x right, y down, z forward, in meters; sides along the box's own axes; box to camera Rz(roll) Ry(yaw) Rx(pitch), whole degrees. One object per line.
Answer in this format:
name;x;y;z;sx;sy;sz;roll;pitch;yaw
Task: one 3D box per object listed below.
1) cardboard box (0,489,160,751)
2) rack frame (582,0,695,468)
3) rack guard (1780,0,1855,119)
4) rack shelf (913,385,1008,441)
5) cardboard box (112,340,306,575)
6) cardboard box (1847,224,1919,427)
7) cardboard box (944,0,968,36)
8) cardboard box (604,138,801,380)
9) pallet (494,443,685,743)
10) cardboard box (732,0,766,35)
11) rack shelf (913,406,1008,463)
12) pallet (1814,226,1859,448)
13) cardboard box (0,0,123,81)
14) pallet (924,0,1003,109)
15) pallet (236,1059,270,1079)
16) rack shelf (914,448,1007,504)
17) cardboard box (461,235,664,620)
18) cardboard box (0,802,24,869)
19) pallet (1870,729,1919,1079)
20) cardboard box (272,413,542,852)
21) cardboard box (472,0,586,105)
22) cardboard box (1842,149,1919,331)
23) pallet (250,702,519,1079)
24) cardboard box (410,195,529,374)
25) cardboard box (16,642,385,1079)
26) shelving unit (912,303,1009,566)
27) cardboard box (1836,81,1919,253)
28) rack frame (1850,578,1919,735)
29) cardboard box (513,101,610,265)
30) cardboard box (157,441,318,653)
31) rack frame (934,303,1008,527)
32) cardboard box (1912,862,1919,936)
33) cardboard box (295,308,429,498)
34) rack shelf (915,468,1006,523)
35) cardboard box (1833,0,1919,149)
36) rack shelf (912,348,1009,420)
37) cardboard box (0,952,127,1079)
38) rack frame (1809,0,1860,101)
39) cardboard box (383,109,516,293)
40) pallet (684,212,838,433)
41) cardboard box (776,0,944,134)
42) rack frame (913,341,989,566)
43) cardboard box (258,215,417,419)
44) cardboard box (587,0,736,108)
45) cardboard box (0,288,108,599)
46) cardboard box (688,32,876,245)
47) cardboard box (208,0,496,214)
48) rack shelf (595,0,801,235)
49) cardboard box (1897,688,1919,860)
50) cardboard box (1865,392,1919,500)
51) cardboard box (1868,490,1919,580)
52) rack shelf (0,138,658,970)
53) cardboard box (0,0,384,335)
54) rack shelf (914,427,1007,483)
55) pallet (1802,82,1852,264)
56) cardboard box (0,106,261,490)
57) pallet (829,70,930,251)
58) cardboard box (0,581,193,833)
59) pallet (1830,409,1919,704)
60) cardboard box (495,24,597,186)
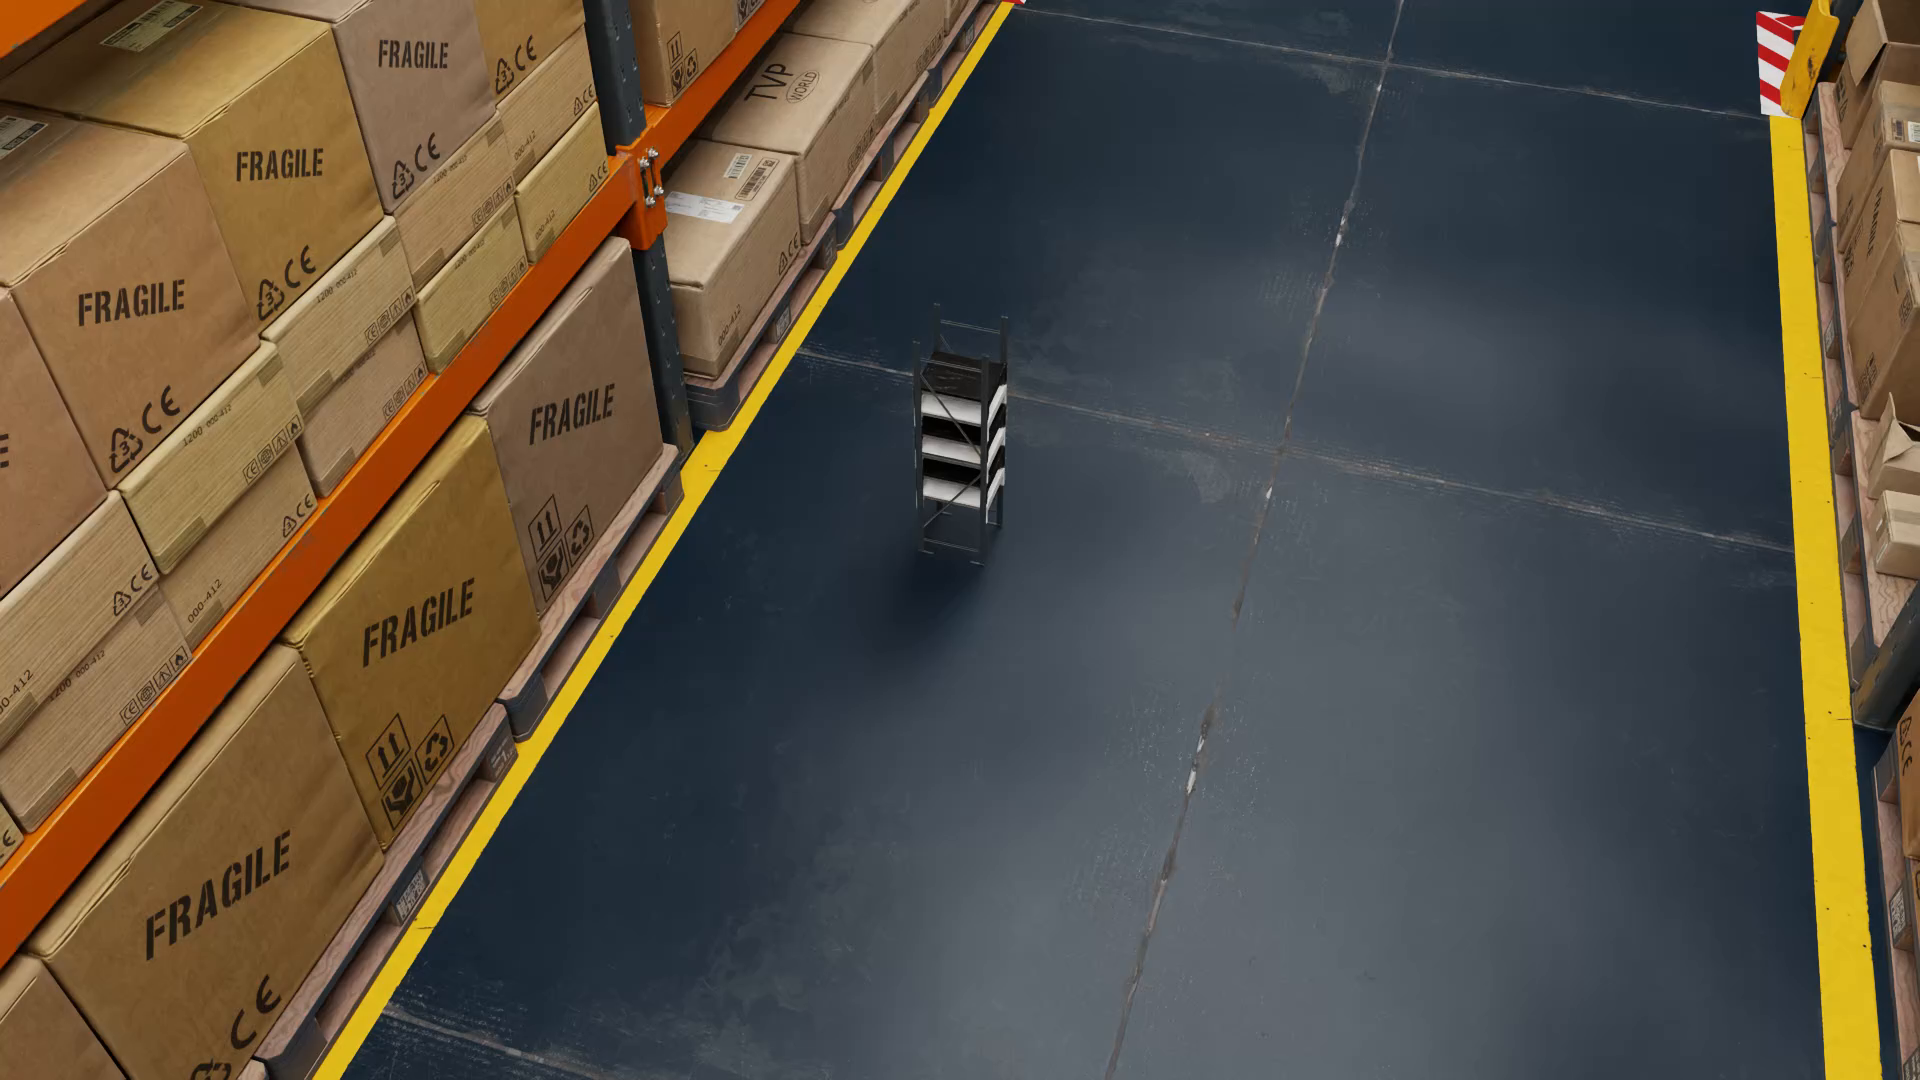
cardboard box;-1.969;0.103;3.250;0.500;0.250;0.500;12;46;12
rack frame;-1.467;-1.479;5.116;1.000;3.000;0.127;13;46;13
rack guard;4.454;-2.152;7.592;1.175;0.500;0.348;13;46;13
rack shelf;0.002;-0.432;5.338;0.258;0.077;0.200;13;46;12
cardboard box;-1.803;-0.232;3.592;0.500;0.250;0.500;13;46;13
cardboard box;3.591;-0.712;5.819;0.700;0.500;0.500;11;45;11
cardboard box;-0.360;-2.918;8.119;0.875;0.438;0.875;11;45;11
cardboard box;-1.174;-1.109;6.270;0.875;0.438;0.875;12;46;12
pallet;-1.628;0.048;5.550;1.003;0.211;1.213;13;46;13
cardboard box;-0.919;-2.106;5.686;0.500;0.500;0.500;13;46;13
rack shelf;0.002;-0.368;5.401;0.258;0.077;0.200;13;46;12
pallet;3.842;-0.706;6.321;1.003;0.211;1.213;13;46;13
cardboard box;-2.156;-0.961;3.801;0.500;0.500;0.500;11;46;12
pallet;-0.423;-2.599;8.255;1.003;0.211;1.213;13;46;13
pallet;-2.367;1.675;3.888;1.003;0.211;1.213;13;46;13
rack shelf;0.002;-0.239;5.527;0.258;0.077;0.200;13;46;12
cardboard box;-1.578;-0.439;5.273;0.875;0.875;0.875;14;46;14
cardboard box;-2.151;0.622;3.077;0.500;0.250;0.500;11;46;11
pallet;3.055;1.117;4.458;1.003;0.211;1.213;13;46;13
cardboard box;-1.844;0.165;4.656;0.875;0.875;0.875;14;46;14
cardboard box;-1.363;-1.521;4.373;0.500;0.500;0.500;14;46;14
cardboard box;3.650;-1.072;6.188;0.500;0.500;0.500;13;46;13
pallet;-1.996;0.864;4.716;1.003;0.211;1.213;13;46;13
cardboard box;-1.517;-0.733;4.462;0.500;0.250;0.500;12;46;12
cardboard box;-2.115;0.760;4.047;0.875;0.875;0.875;13;46;13
shelving unit;0.002;-0.327;5.441;0.258;0.900;0.210;13;46;12
cardboard box;3.905;-1.404;6.527;0.700;0.500;0.500;14;46;14
rack frame;3.265;-0.430;4.045;1.000;3.000;0.127;13;46;13
cardboard box;-1.362;-1.073;4.809;0.500;0.250;0.500;12;46;12
cardboard box;-1.841;-0.056;3.770;0.500;0.250;0.500;13;46;13
rack frame;0.033;-0.395;5.510;0.240;0.900;0.006;13;46;12
cardboard box;2.752;0.945;4.126;0.500;0.500;0.500;12;46;12
cardboard box;-1.688;-0.401;4.122;0.500;0.250;0.500;11;46;11
rack shelf;0.002;-0.175;5.590;0.258;0.077;0.200;13;46;12
cardboard box;4.201;-1.966;7.099;0.797;0.503;0.637;11;45;11
rack shelf;0.002;-0.496;5.275;0.258;0.077;0.200;13;46;12
cardboard box;-2.390;1.354;3.440;0.875;0.875;0.875;12;46;12
rack frame;4.477;-3.096;6.769;1.000;3.000;0.127;13;46;13
cardboard box;-1.513;-0.924;4.299;0.500;0.250;0.500;14;46;13
pallet;-1.162;-0.972;6.593;1.003;0.211;1.213;13;46;13
cardboard box;-0.629;-2.306;7.494;0.875;0.438;0.875;14;46;14
rack frame;-0.028;-0.259;5.372;0.240;0.900;0.006;13;46;12
cardboard box;-1.664;-0.577;3.945;0.500;0.250;0.500;14;46;13
cardboard box;-1.075;-1.772;5.344;0.500;0.500;0.500;14;46;14
cardboard box;-1.983;-0.157;2.979;0.500;0.500;0.500;14;46;14
cardboard box;-0.904;-1.706;6.880;0.875;0.438;0.875;11;45;11
cardboard box;-1.512;-1.174;4.019;0.500;0.500;0.500;13;46;13
rack shelf;-0.861;-2.555;6.730;1.077;0.370;4.000;13;46;13
cardboard box;2.904;0.588;4.491;0.500;0.500;0.500;14;46;14
cardboard box;3.262;-0.274;5.540;0.396;0.266;0.258;14;46;14
cardboard box;3.154;0.005;5.338;0.380;0.149;0.250;11;45;11
rack shelf;-2.072;0.112;4.006;1.077;0.370;4.000;13;46;13
cardboard box;-1.684;-0.841;3.678;0.500;0.500;0.500;14;46;14
rack shelf;0.002;-0.303;5.464;0.258;0.077;0.200;13;46;12
pallet;4.213;-1.517;7.150;1.003;0.211;1.213;13;46;13
cardboard box;-1.827;-0.492;3.322;0.500;0.500;0.500;13;46;13
pallet;-0.794;-1.788;7.426;1.003;0.211;1.213;13;46;12
cardboard box;-1.987;0.274;3.433;0.500;0.250;0.500;14;46;14
pallet;3.474;0.109;5.487;1.003;0.211;1.213;13;46;13
cardboard box;-1.368;-1.258;4.641;0.500;0.250;0.500;12;46;12
